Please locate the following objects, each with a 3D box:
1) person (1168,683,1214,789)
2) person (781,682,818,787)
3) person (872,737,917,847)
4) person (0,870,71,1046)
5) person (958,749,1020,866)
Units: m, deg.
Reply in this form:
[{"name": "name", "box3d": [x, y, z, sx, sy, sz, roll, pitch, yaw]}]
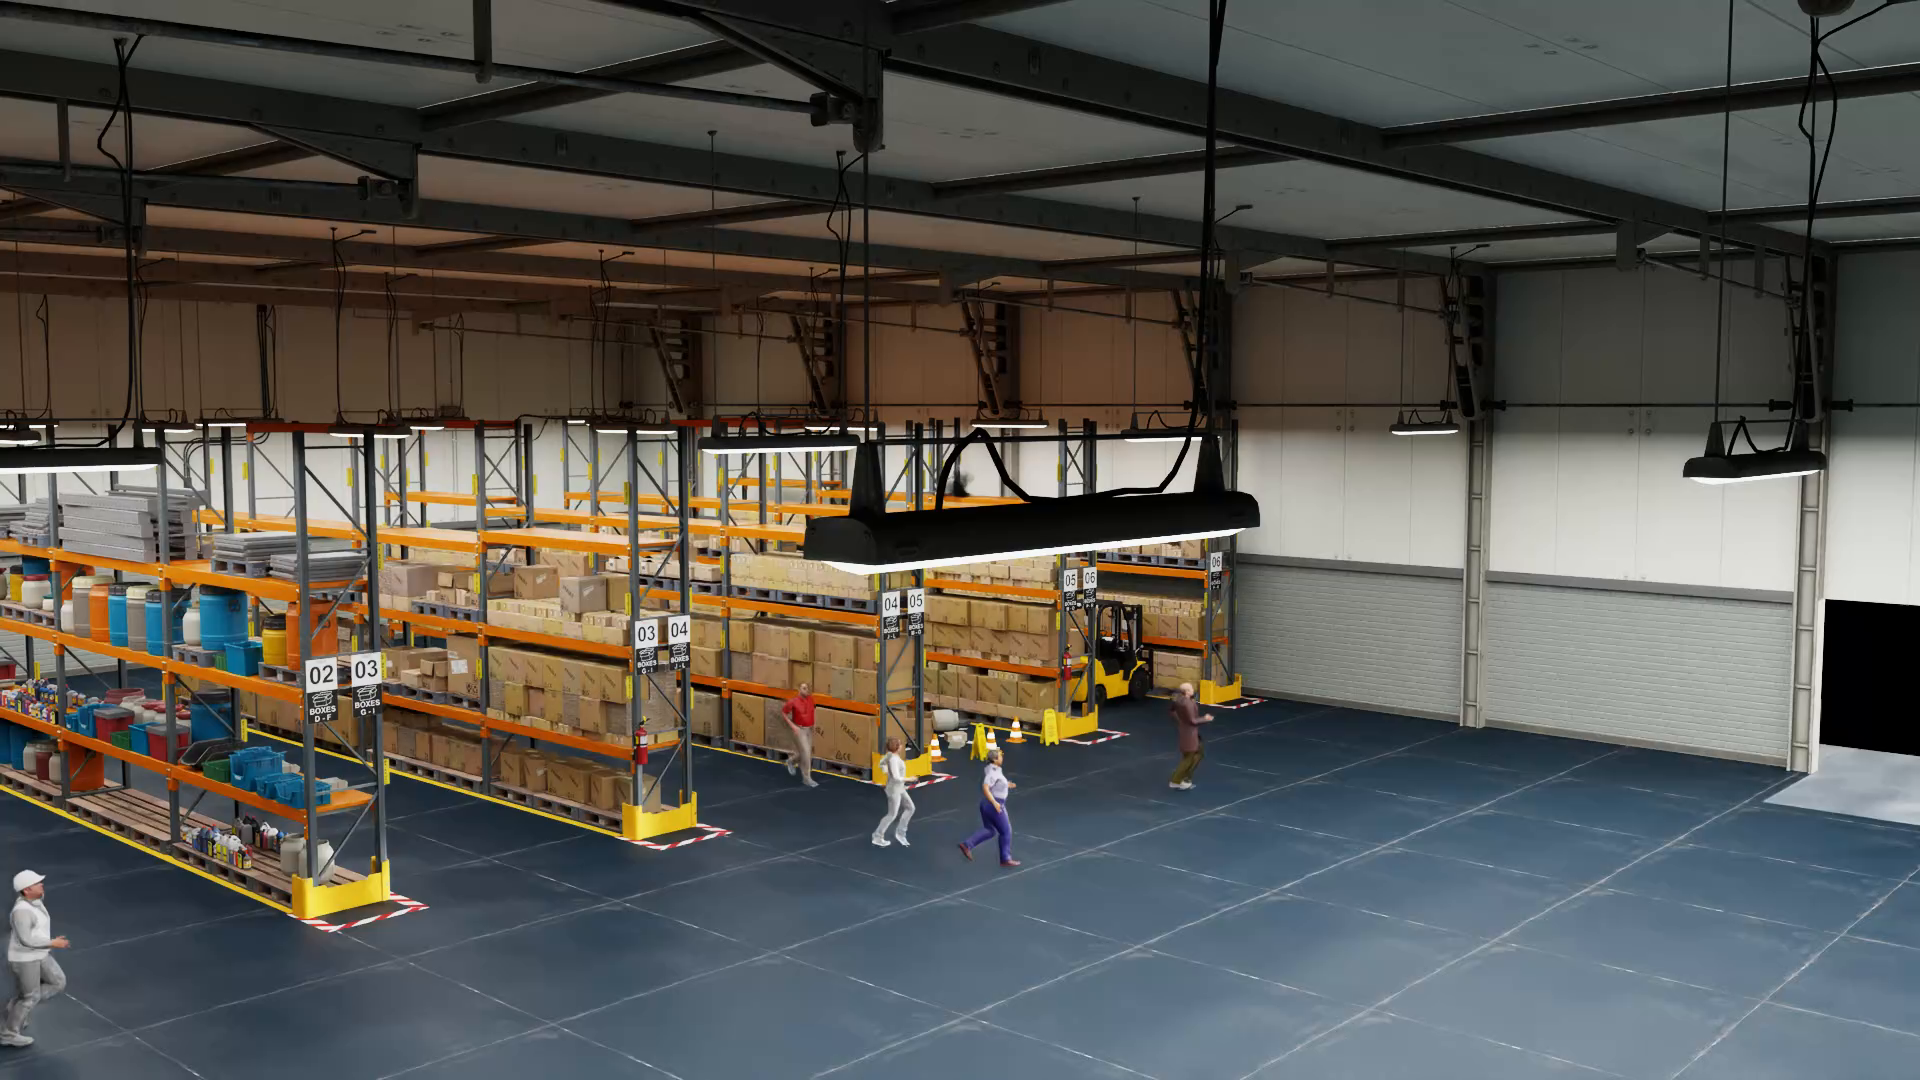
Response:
[{"name": "person", "box3d": [3.782, 3.228, 27.284, 0.727, 1.800, 0.688, 0, 5, -5]}, {"name": "person", "box3d": [-2.674, 3.222, 27.780, 0.795, 1.725, 0.669, 4, 6, 40]}, {"name": "person", "box3d": [-0.930, 3.606, 23.723, 0.665, 1.609, 0.543, 0, 5, -2]}, {"name": "person", "box3d": [-9.195, 4.118, 16.526, 0.674, 1.733, 0.691, -1, 5, -18]}, {"name": "person", "box3d": [0.414, 3.654, 22.672, 0.855, 1.626, 0.610, -1, 5, -14]}]
